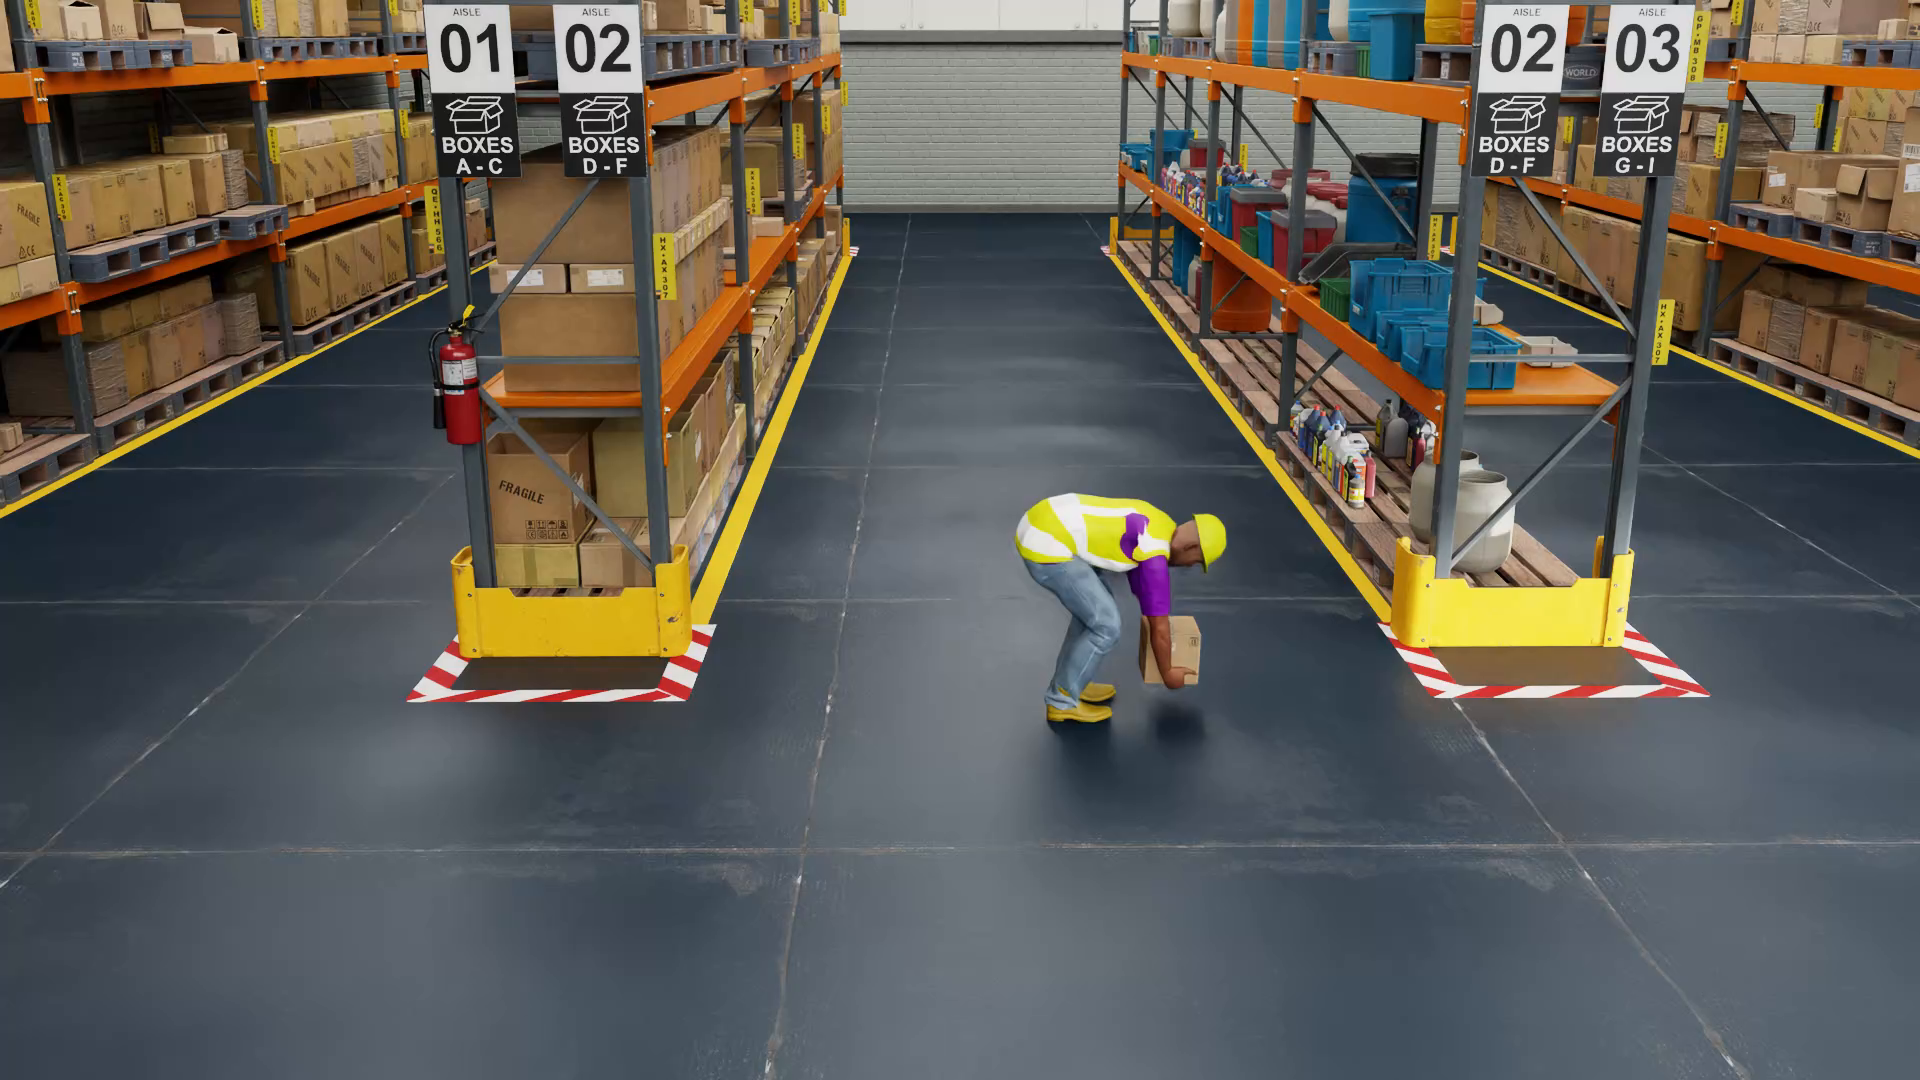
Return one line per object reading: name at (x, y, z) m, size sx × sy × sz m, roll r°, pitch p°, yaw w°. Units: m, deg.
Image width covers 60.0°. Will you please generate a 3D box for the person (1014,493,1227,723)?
person at (0.746, 0.293, 7.774) m, size 0.980 × 1.043 × 0.495 m, roll -1°, pitch 17°, yaw -3°
